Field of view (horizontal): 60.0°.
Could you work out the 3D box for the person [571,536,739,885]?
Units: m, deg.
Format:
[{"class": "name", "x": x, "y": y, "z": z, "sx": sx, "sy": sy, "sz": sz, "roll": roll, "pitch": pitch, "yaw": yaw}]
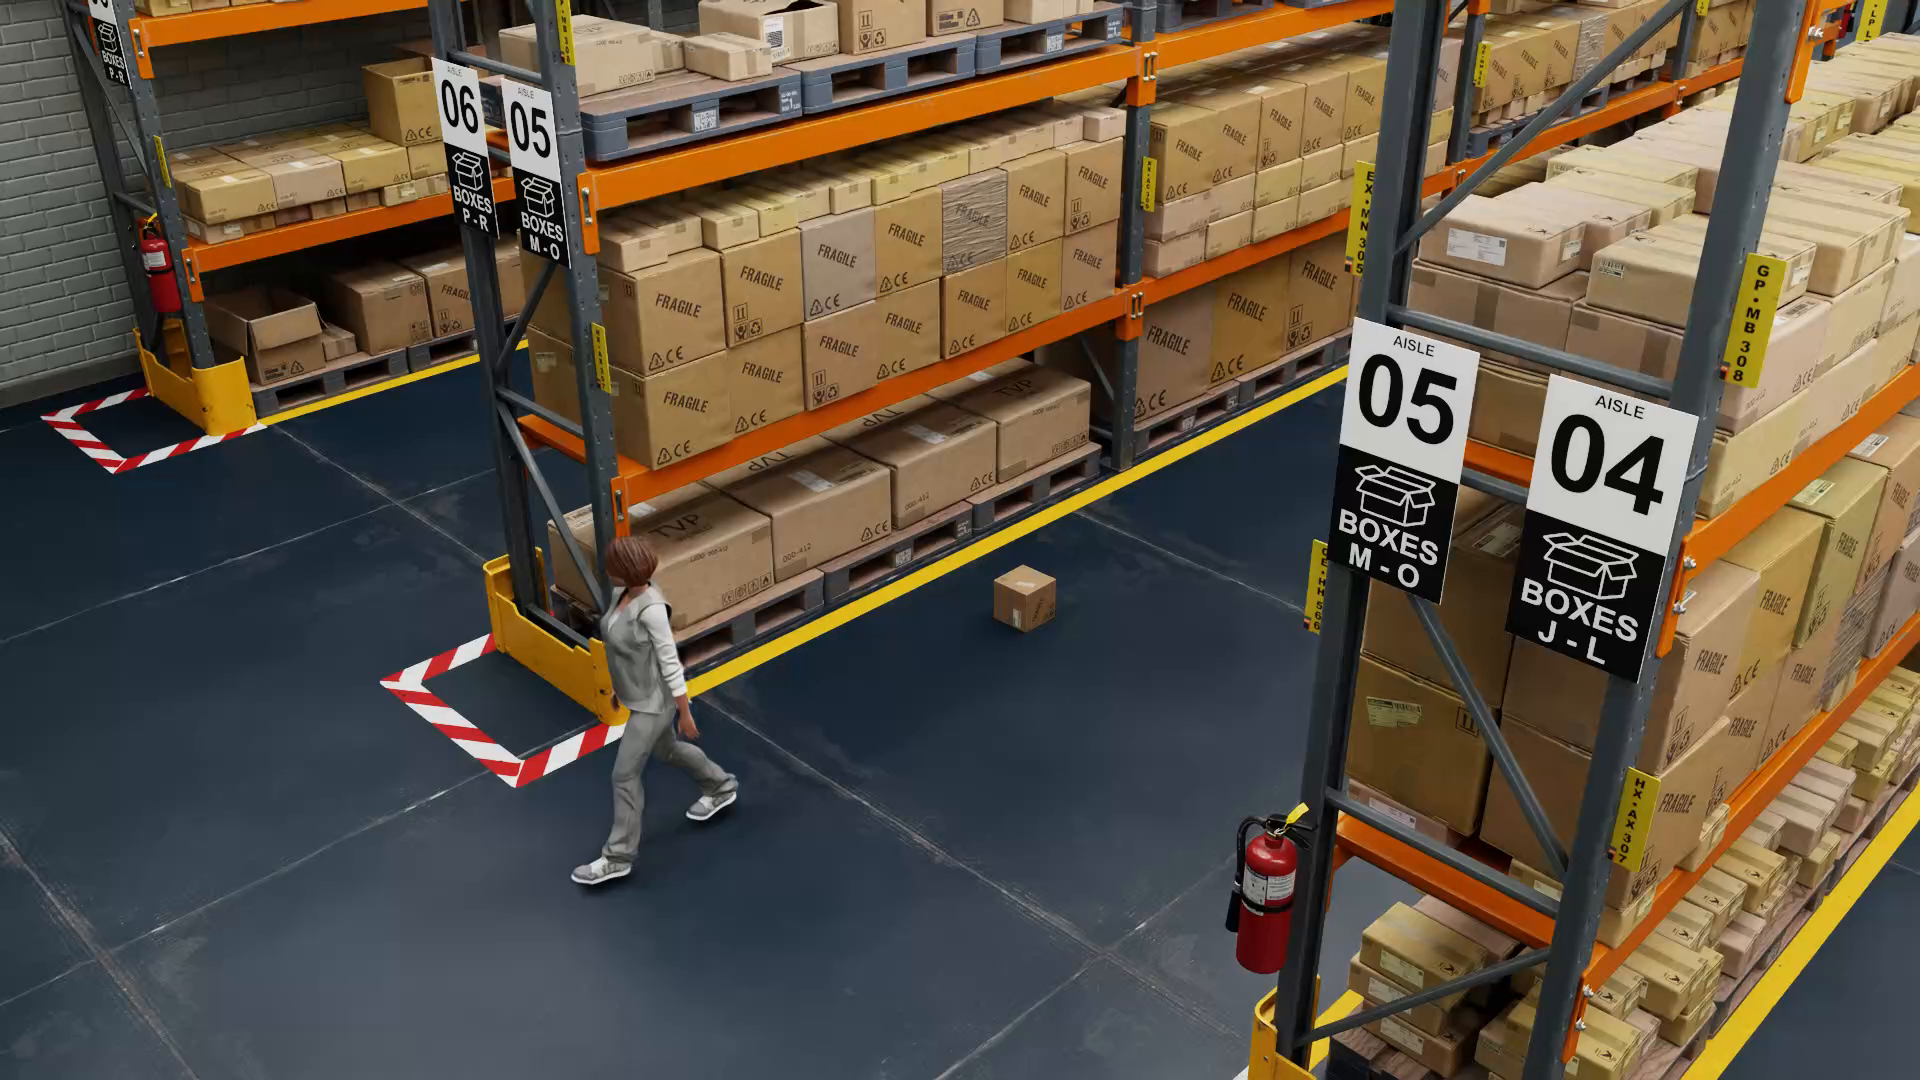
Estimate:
[{"class": "person", "x": -1.407, "y": 0.702, "z": 7.329, "sx": 0.871, "sy": 1.522, "sz": 0.495, "roll": -14, "pitch": 31, "yaw": -24}]
